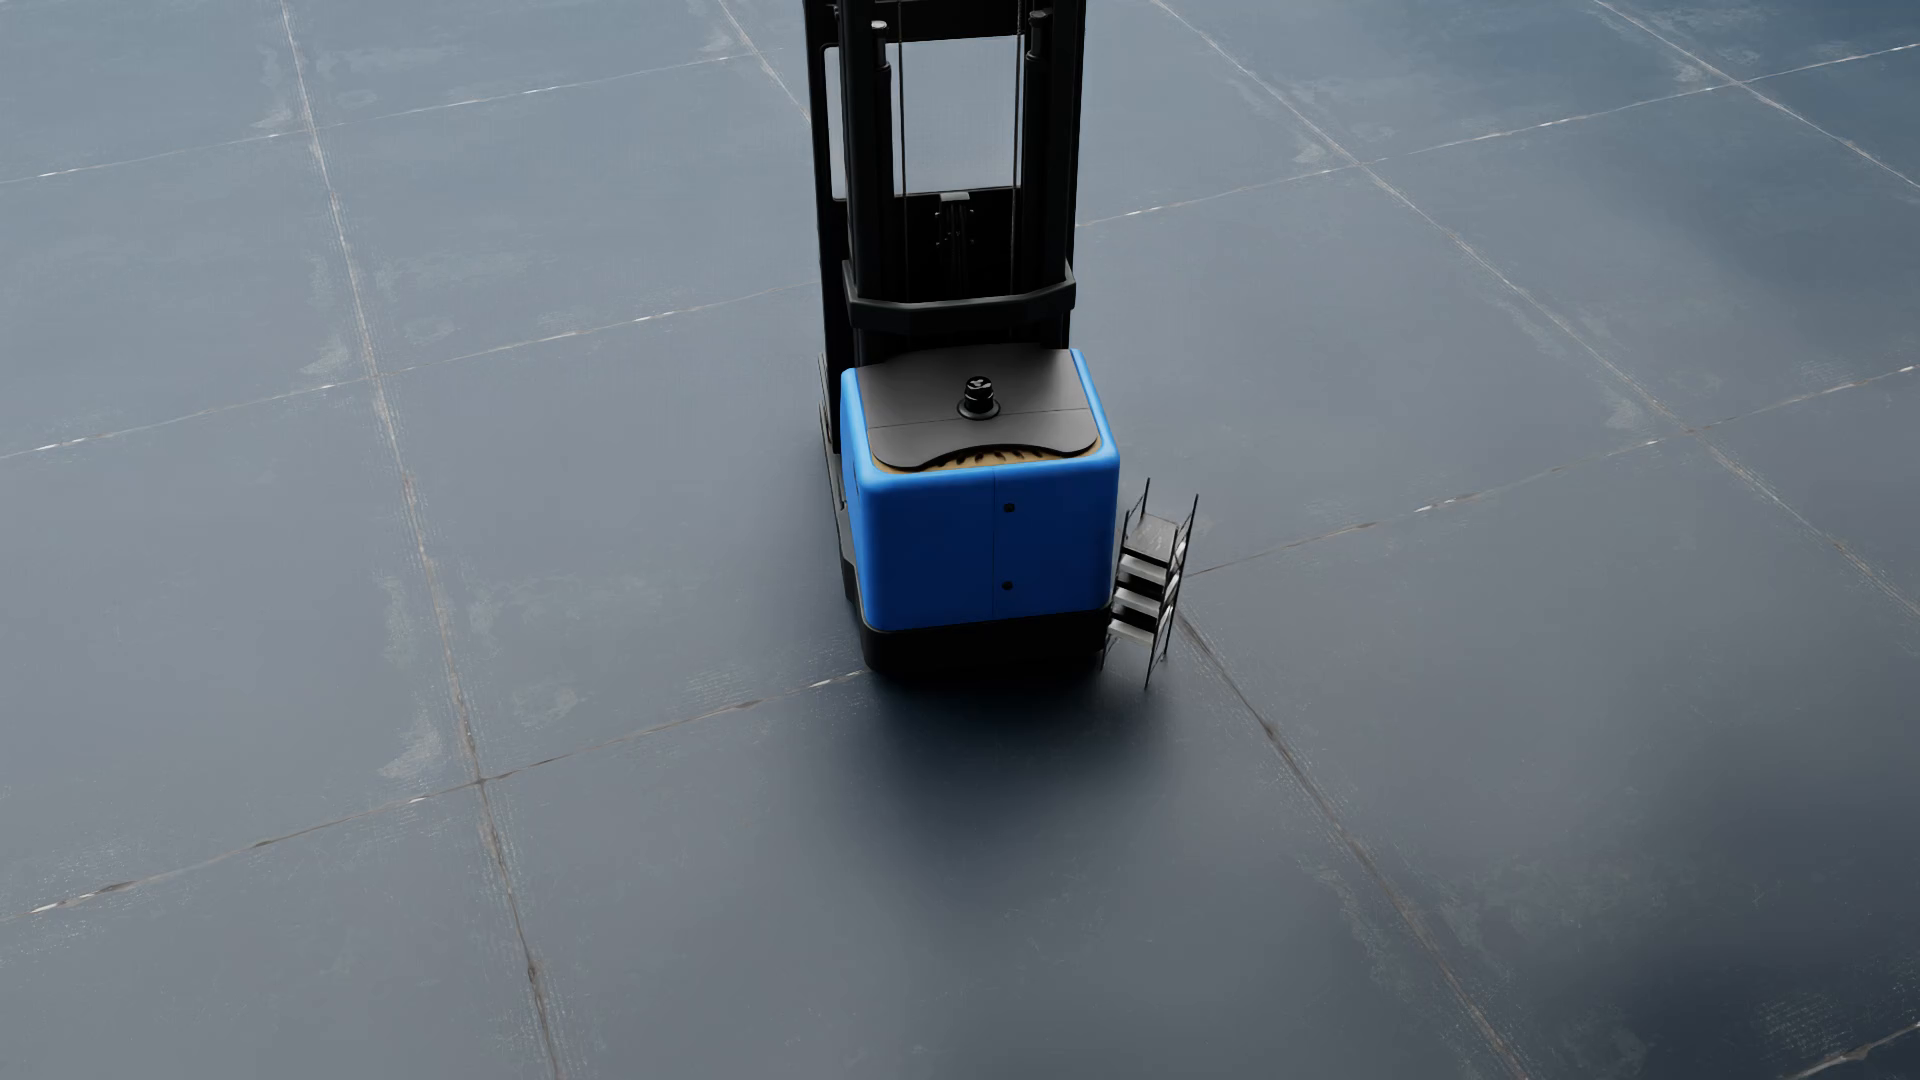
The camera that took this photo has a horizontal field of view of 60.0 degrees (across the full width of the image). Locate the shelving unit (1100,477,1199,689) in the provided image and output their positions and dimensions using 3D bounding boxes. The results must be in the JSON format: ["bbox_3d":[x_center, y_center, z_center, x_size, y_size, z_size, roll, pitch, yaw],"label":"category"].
[{"bbox_3d":[0.761,0.187,6.752,0.210,0.900,0.258,21,45,17],"label":"shelving unit"}]

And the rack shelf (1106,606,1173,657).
[{"bbox_3d":[0.748,0.344,6.895,0.200,0.077,0.258,21,45,17],"label":"rack shelf"}]

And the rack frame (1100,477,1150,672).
[{"bbox_3d":[0.670,0.152,6.782,0.006,0.900,0.240,21,45,17],"label":"rack frame"}]

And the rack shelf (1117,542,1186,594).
[{"bbox_3d":[0.769,0.078,6.653,0.200,0.077,0.258,21,45,17],"label":"rack shelf"}]

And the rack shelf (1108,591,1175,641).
[{"bbox_3d":[0.753,0.278,6.835,0.200,0.077,0.258,21,45,17],"label":"rack shelf"}]

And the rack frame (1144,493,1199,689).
[{"bbox_3d":[0.852,0.221,6.722,0.006,0.900,0.240,21,45,17],"label":"rack frame"}]

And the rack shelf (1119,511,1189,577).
[{"bbox_3d":[0.775,0.012,6.593,0.200,0.077,0.258,21,45,17],"label":"rack shelf"}]

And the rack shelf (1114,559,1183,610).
[{"bbox_3d":[0.764,0.145,6.714,0.200,0.077,0.258,21,45,17],"label":"rack shelf"}]

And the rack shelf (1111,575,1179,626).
[{"bbox_3d":[0.759,0.211,6.774,0.200,0.077,0.258,21,45,17],"label":"rack shelf"}]

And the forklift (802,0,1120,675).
[{"bbox_3d":[-0.094,-1.514,7.181,1.130,2.935,3.031,-6,41,-7],"label":"forklift"}]
